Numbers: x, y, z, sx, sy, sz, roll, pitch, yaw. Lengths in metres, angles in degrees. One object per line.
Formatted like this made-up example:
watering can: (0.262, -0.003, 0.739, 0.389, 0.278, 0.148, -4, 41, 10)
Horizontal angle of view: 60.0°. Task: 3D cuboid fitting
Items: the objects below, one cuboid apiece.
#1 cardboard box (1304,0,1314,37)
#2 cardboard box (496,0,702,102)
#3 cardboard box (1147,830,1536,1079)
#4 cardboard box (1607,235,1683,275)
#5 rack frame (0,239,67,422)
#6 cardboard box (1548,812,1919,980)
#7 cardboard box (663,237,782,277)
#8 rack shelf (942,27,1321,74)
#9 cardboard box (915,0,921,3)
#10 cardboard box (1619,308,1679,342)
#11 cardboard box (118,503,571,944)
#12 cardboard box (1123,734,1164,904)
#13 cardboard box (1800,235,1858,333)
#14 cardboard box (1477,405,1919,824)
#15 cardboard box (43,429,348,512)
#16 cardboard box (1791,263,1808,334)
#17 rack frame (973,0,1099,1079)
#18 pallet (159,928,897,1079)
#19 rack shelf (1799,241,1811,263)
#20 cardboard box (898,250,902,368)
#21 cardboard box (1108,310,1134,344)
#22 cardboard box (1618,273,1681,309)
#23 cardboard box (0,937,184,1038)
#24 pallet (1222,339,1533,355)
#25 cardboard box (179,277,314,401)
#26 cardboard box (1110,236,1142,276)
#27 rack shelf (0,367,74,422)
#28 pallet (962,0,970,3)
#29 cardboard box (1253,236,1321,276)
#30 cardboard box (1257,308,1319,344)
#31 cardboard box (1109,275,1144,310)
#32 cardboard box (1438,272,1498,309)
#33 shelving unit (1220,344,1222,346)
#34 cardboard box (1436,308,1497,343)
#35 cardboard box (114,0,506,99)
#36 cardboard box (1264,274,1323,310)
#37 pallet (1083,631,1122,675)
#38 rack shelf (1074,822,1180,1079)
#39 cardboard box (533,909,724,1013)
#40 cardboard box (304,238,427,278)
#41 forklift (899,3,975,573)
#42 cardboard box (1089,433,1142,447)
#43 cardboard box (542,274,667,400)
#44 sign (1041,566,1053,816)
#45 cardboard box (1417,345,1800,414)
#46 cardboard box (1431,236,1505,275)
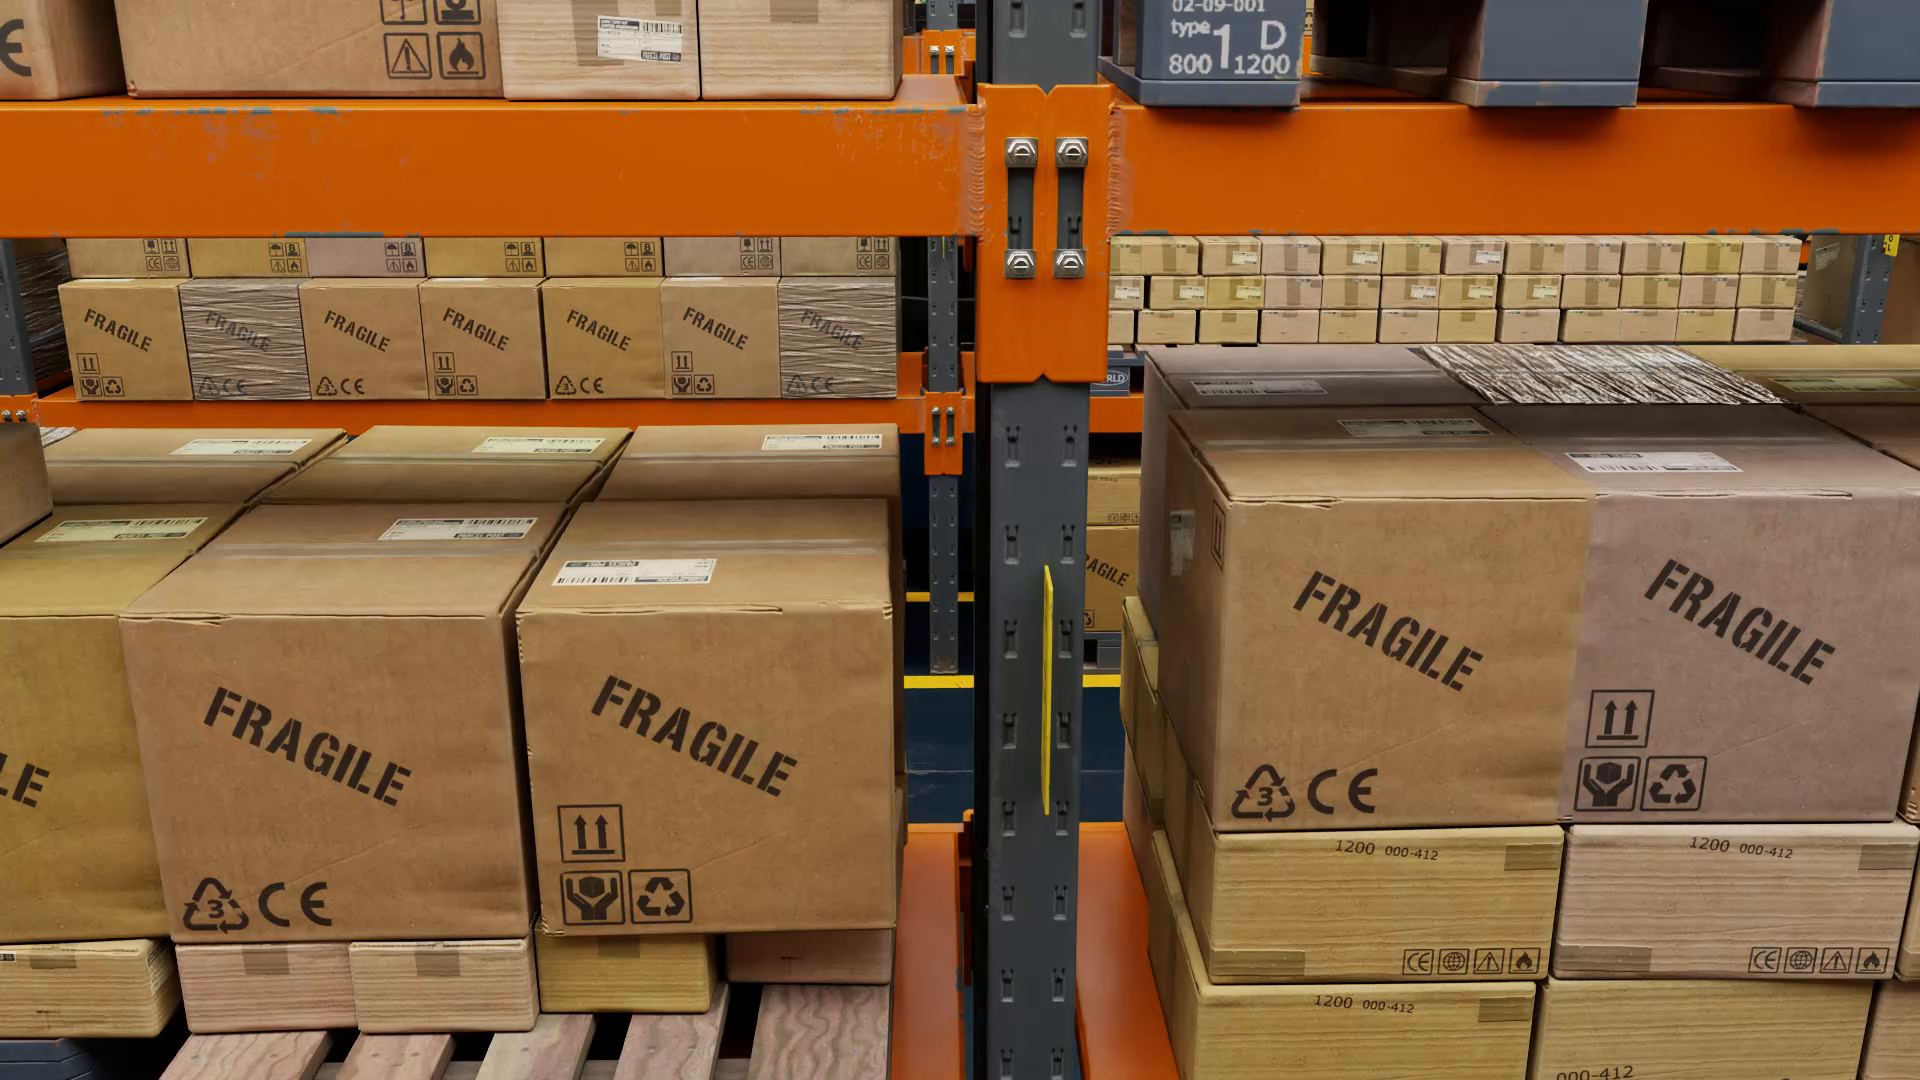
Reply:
cardboard box: (1.494, -2.367, 6.940, 0.500, 0.500, 0.500, 0, 18, -1)
cardboard box: (-0.462, -0.689, 2.284, 0.250, 0.149, 0.380, 0, 18, -1)
cardboard box: (0.592, 0.697, 2.711, 0.500, 0.250, 0.500, -1, 18, -2)
cardboard box: (2.994, -1.280, 7.376, 0.250, 0.149, 0.380, -1, 18, -3)
rack frame: (-4.080, -0.941, 7.571, 0.127, 3.000, 1.000, 0, 18, -1)
cardboard box: (1.126, 0.455, 2.646, 0.500, 0.250, 0.500, 0, 18, 0)
cardboard box: (-1.035, -1.482, 7.457, 0.500, 0.500, 0.700, -1, 18, -2)
rack shelf: (1.919, -2.056, 7.313, 4.000, 0.370, 1.077, 0, 18, -1)
cardboard box: (-0.529, -3.756, 11.679, 0.500, 0.250, 0.500, 0, 18, -1)
cardboard box: (3.016, -0.996, 7.465, 0.250, 0.149, 0.380, 0, 18, -1)
cardboard box: (-0.868, 0.254, 2.506, 0.500, 0.500, 0.500, -1, 18, -2)
cardboard box: (0.600, 0.540, 3.198, 0.500, 0.250, 0.500, -1, 18, -3)
cardboard box: (4.398, -1.258, 7.907, 0.500, 0.500, 0.500, 0, 18, -1)
cardboard box: (1.091, 0.094, 2.543, 0.500, 0.500, 0.500, 0, 18, -1)
cardboard box: (-1.407, 0.102, 2.980, 0.500, 0.500, 0.500, 0, 18, 0)
cardboard box: (6.393, -1.671, 12.637, 0.875, 0.875, 0.875, 0, 18, -1)
rack frame: (0.099, 0.552, 2.917, 0.053, 2.616, 0.949, 0, 18, -1)
pallet: (-0.612, 0.678, 2.837, 1.003, 0.211, 1.213, 0, 18, -1)
rack shelf: (5.941, -2.162, 12.555, 4.000, 0.370, 1.077, 0, 18, -1)
cardboard box: (-0.534, -1.089, 7.867, 0.500, 0.500, 0.500, 0, 18, 0)
cardboard box: (0.638, -0.983, 7.424, 0.250, 0.149, 0.380, 1, 18, 2)
cardboard box: (3.013, -1.138, 7.420, 0.250, 0.149, 0.380, 0, 18, 2)
cardboard box: (-1.270, 0.586, 2.532, 0.250, 0.149, 0.380, 0, 18, 0)
pallet: (1.898, -0.891, 7.730, 1.213, 0.211, 1.003, 0, 18, -1)
cardboard box: (-3.045, -0.912, 7.316, 0.500, 0.500, 0.500, 0, 18, 0)
cardboard box: (0.653, -1.269, 7.344, 0.250, 0.149, 0.380, -1, 18, -2)
rack shelf: (-6.080, -0.589, 7.651, 4.000, 0.370, 1.077, 0, 18, -1)
pallet: (0.630, -5.301, 16.560, 1.213, 0.211, 1.003, 0, 18, -1)
cardboard box: (1.434, -1.272, 7.353, 0.250, 0.149, 0.380, 1, 18, 2)
cardboard box: (1.444, -0.988, 7.440, 0.250, 0.149, 0.380, 0, 18, 1)
cardboard box: (0.677, -1.126, 7.382, 0.250, 0.149, 0.380, 1, 18, 2)
cardboard box: (2.206, -1.132, 7.403, 0.250, 0.149, 0.380, 0, 18, -1)
shelving unit: (1.420, -0.839, 8.851, 0.503, 2.100, 0.431, -35, 26, 12)
cardboard box: (2.222, -0.991, 7.449, 0.250, 0.149, 0.380, 0, 18, 2)
cardboard box: (-0.849, -0.924, 2.442, 0.500, 0.500, 0.700, 0, 18, -1)
cardboard box: (1.445, -1.130, 7.397, 0.250, 0.149, 0.380, 0, 18, -1)
pallet: (0.701, 0.364, 8.068, 1.213, 0.211, 1.003, 0, 18, -1)
rack shelf: (2.098, 0.884, 3.060, 4.000, 0.370, 1.077, 0, 18, -1)
cardboard box: (-0.492, 0.567, 2.593, 0.250, 0.149, 0.380, 0, 18, 0)
cardboard box: (-2.564, -1.475, 7.433, 0.500, 0.500, 0.700, 0, 18, 0)
forklift: (0.129, -1.616, 9.787, 1.130, 2.935, 3.031, 1, 18, 4)
cardboard box: (0.599, -0.411, 8.095, 0.500, 0.250, 0.500, -1, 18, -2)
cardboard box: (-1.525, -0.920, 7.340, 0.500, 0.500, 0.500, -1, 18, -2)
sign: (0.117, 0.203, 2.239, 0.005, 0.325, 0.100, 0, 18, -1)
cardboard box: (1.124, -0.060, 3.025, 0.500, 0.500, 0.500, 0, 18, 0)
cardboard box: (2.217, -1.276, 7.364, 0.250, 0.149, 0.380, -1, 18, -3)
